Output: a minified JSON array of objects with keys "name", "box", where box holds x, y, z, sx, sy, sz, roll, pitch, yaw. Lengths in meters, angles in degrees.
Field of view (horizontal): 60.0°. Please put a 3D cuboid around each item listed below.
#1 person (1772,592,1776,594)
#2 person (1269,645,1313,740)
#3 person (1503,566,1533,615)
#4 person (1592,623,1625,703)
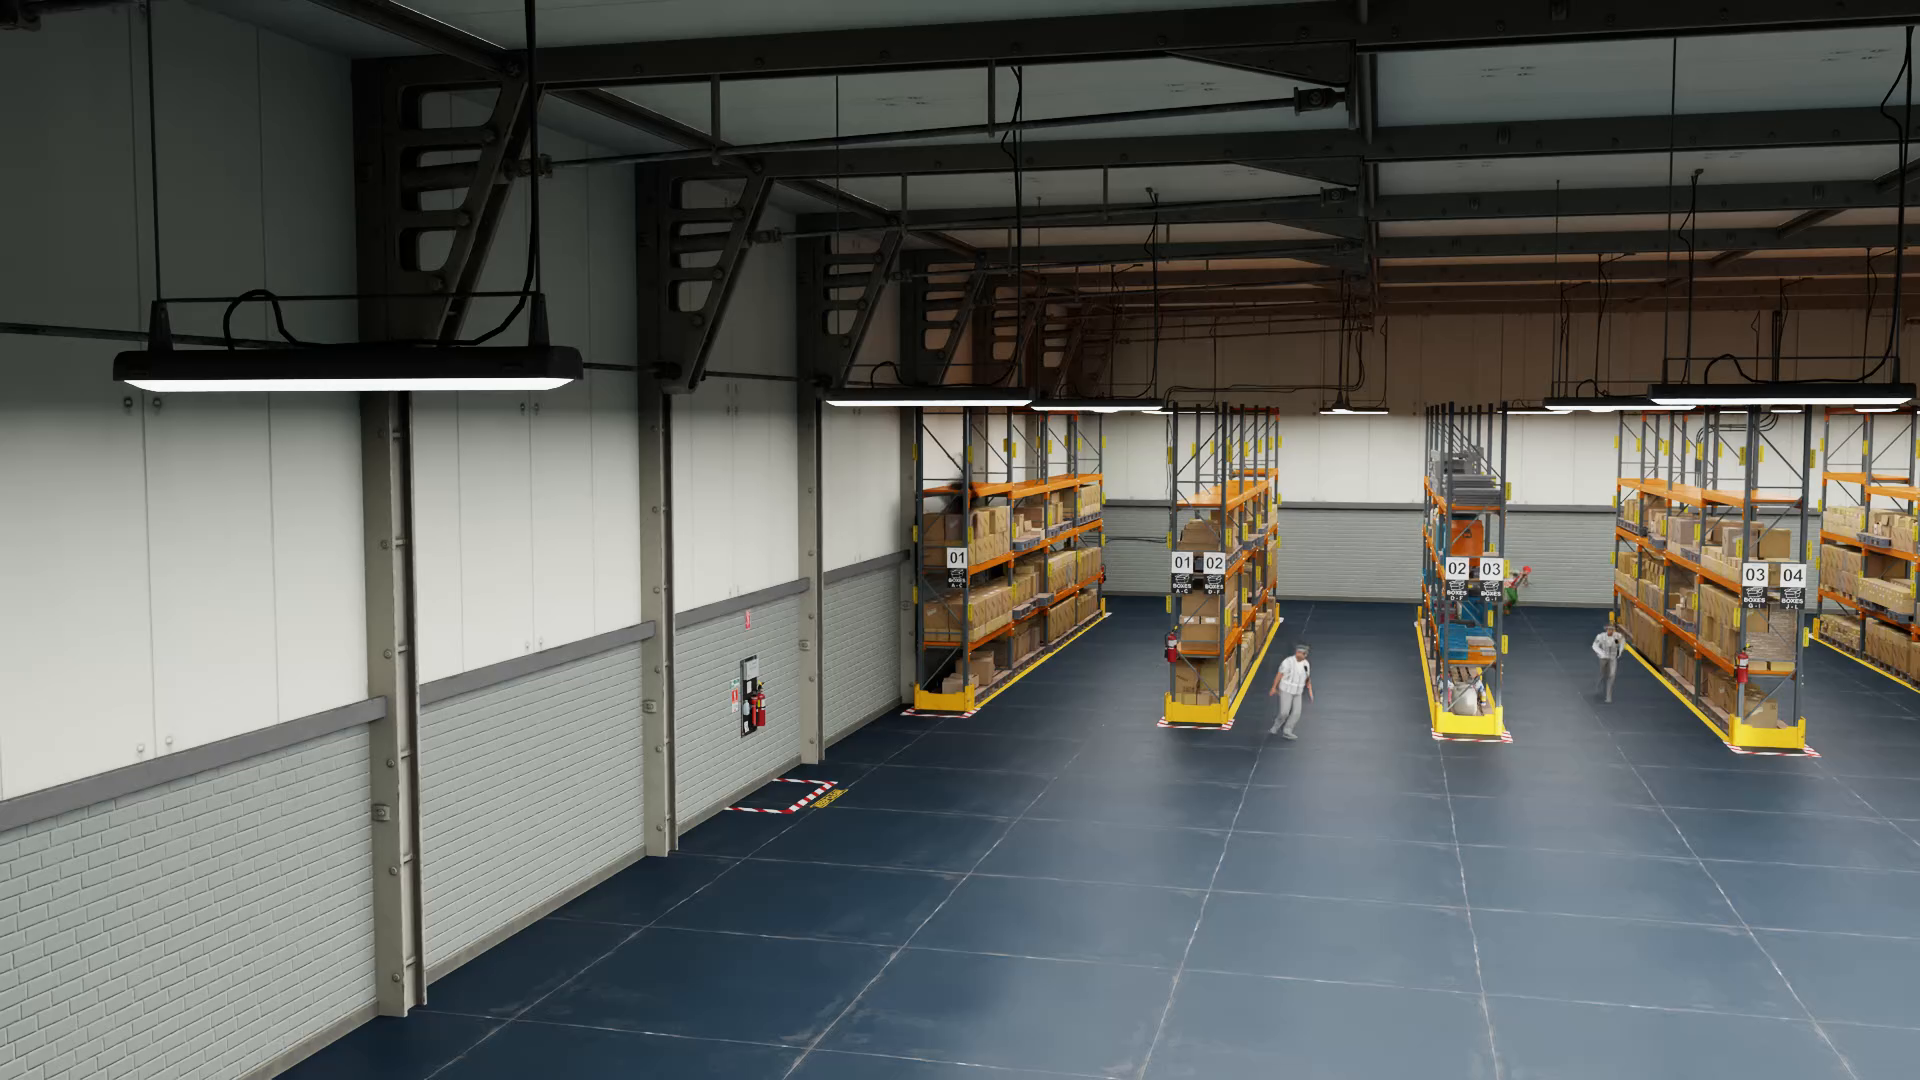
[{"name":"person","box":[20.122,1.921,41.362,0.602,1.446,1.045,2,5,26]},{"name":"person","box":[5.879,2.702,29.555,0.693,1.685,0.608,-2,5,-26]},{"name":"person","box":[16.009,1.448,47.968,0.659,1.446,1.035,-3,5,-32]},{"name":"person","box":[13.154,2.447,33.811,0.657,1.631,0.982,0,4,5]}]
